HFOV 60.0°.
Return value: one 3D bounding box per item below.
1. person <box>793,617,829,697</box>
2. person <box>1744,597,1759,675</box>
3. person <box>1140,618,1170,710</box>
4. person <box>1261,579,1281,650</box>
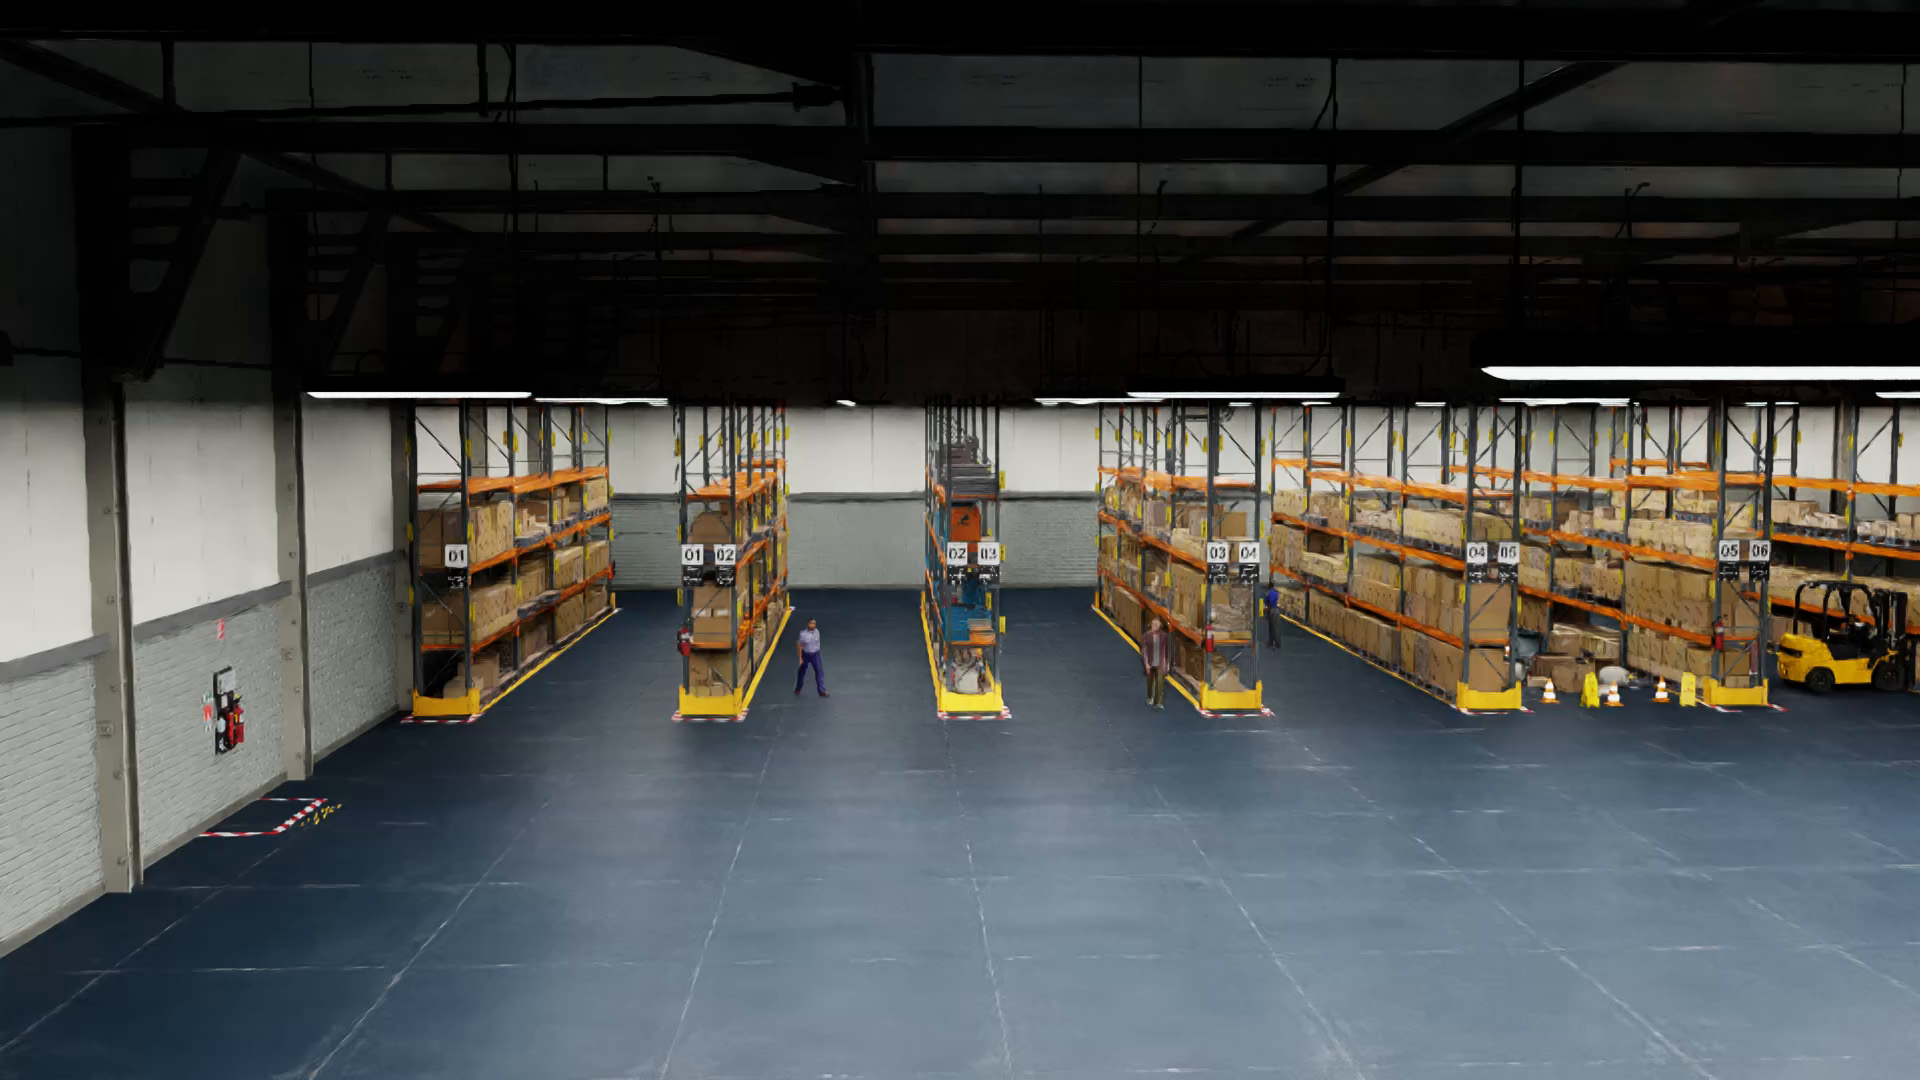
[{"bbox_3d":[-2.990,2.318,33.084,0.518,1.598,0.942,-2,5,-26],"label":"person"},{"bbox_3d":[16.979,2.048,35.788,0.477,1.675,0.493,2,5,26],"label":"person"},{"bbox_3d":[3.726,2.340,31.657,0.588,1.708,1.128,0,5,2],"label":"person"},{"bbox_3d":[7.418,1.754,39.626,0.544,1.653,0.566,2,5,25],"label":"person"}]
